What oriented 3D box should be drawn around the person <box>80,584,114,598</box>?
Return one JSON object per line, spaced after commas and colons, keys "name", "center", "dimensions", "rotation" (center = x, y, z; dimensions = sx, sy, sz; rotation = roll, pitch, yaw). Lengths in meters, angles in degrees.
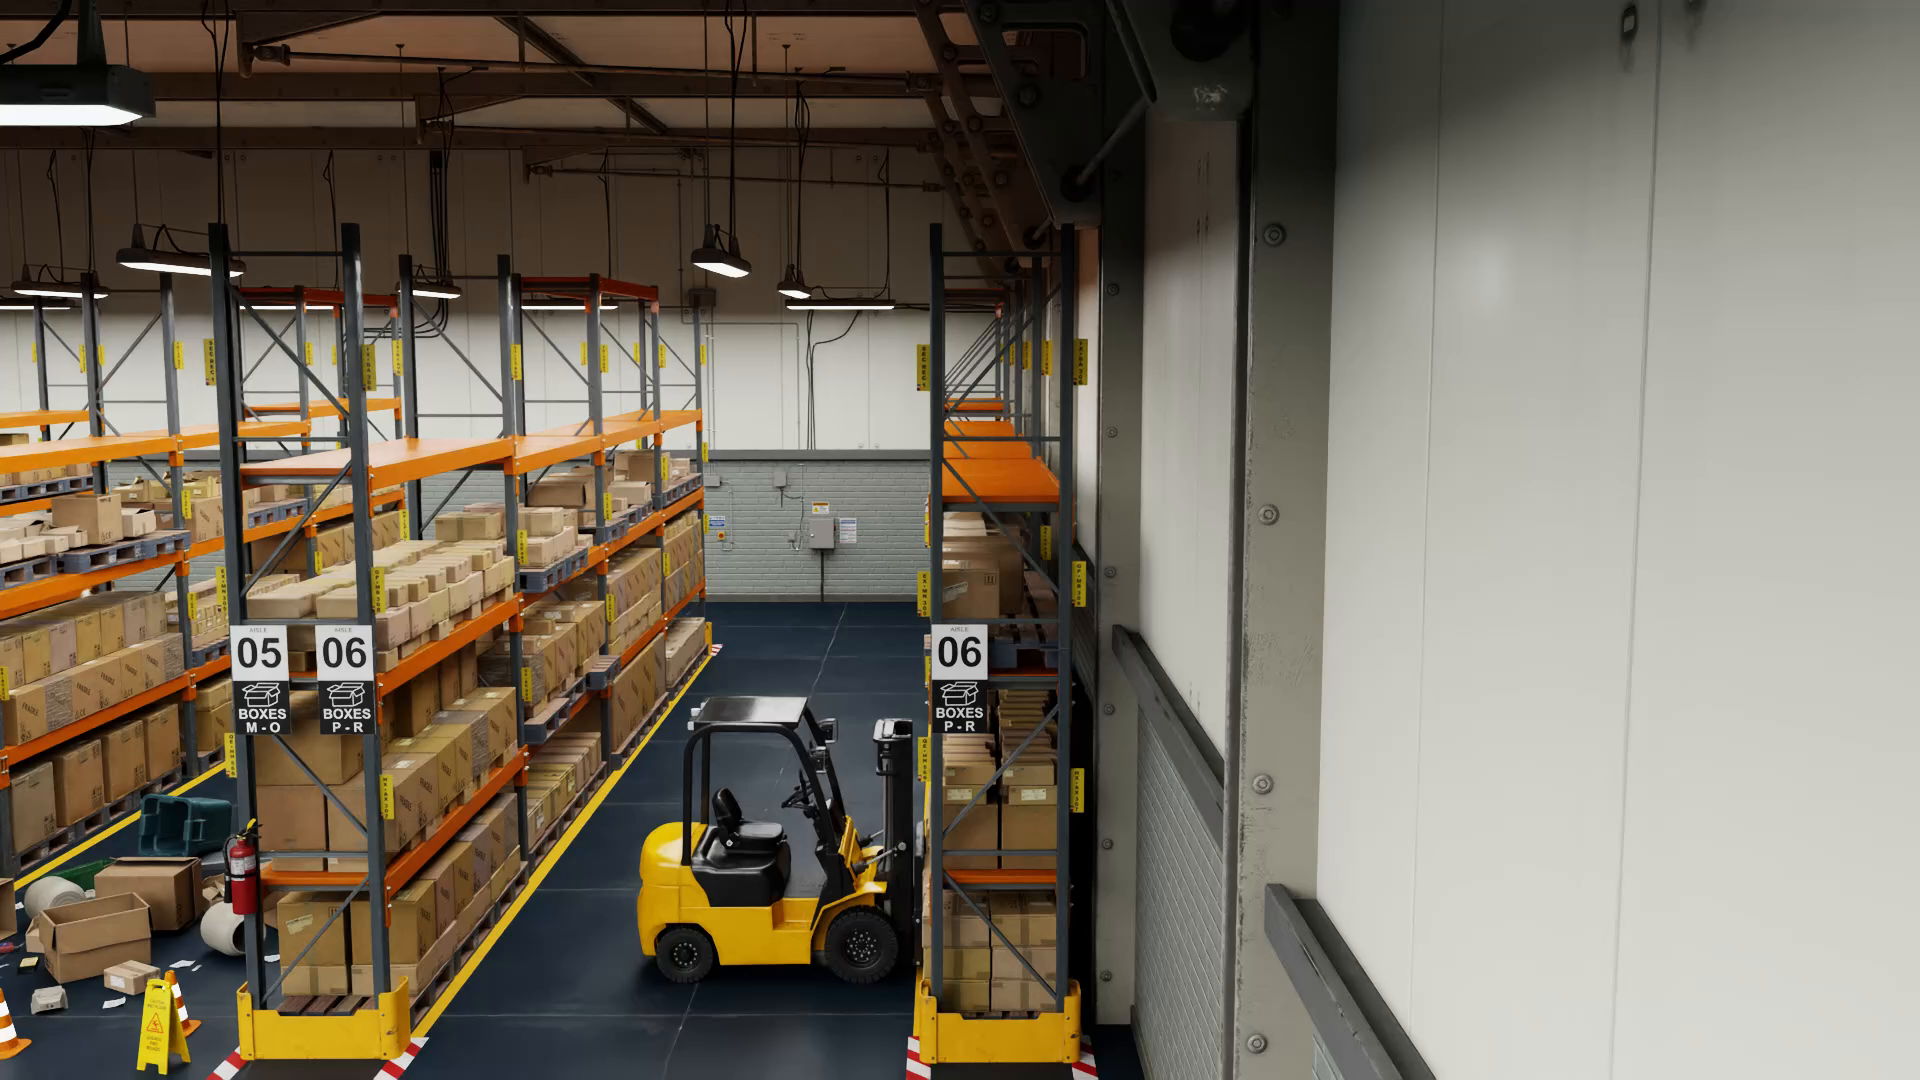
{"name": "person", "center": [-13.125, 1.335, 25.234], "dimensions": [0.651, 1.715, 1.054], "rotation": [-1, 7, -5]}
